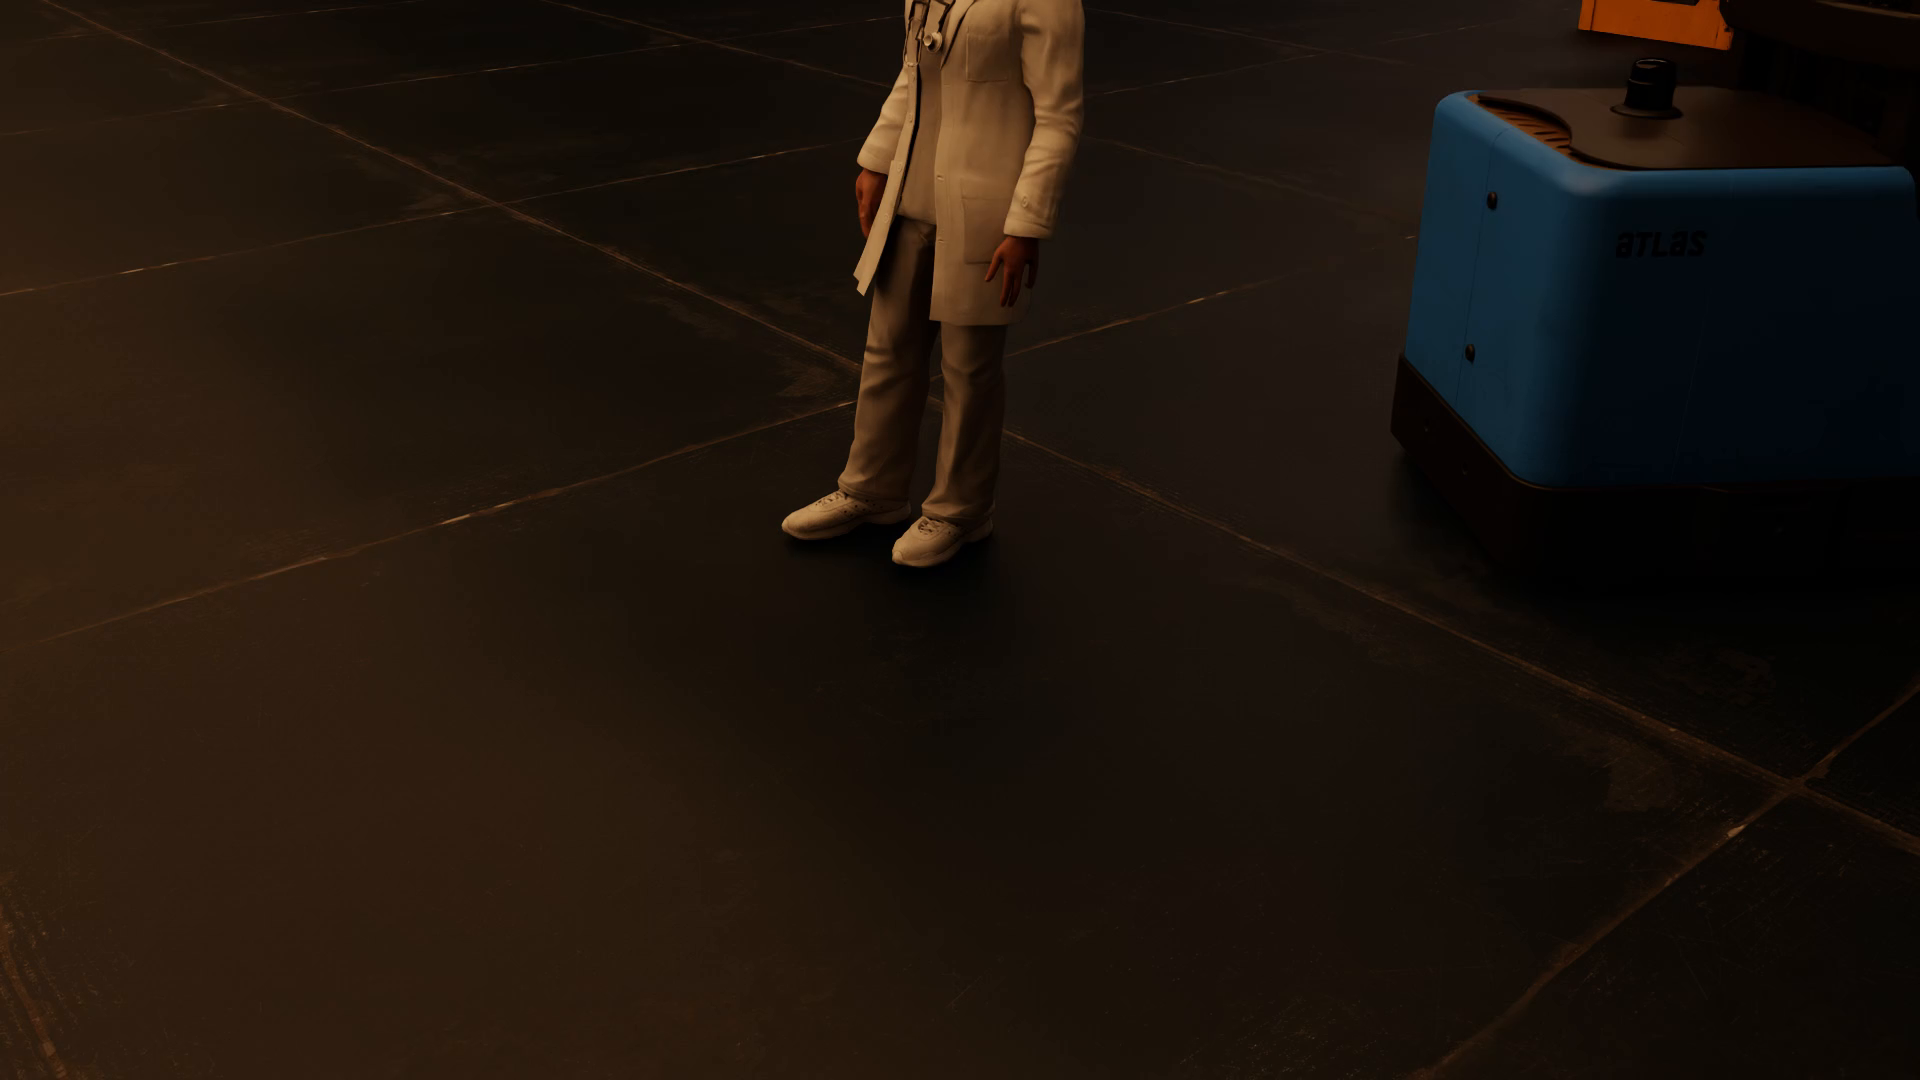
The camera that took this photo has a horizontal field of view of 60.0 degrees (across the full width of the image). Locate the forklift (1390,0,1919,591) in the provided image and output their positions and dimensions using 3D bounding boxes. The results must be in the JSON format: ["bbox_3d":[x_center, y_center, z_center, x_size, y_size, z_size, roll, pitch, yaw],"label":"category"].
[{"bbox_3d":[2.838,-1.438,4.101,3.031,2.935,1.130,-2,26,-4],"label":"forklift"}]

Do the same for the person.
[{"bbox_3d":[-0.072,-0.779,4.054,0.581,1.776,0.694,-20,33,-35],"label":"person"}]
